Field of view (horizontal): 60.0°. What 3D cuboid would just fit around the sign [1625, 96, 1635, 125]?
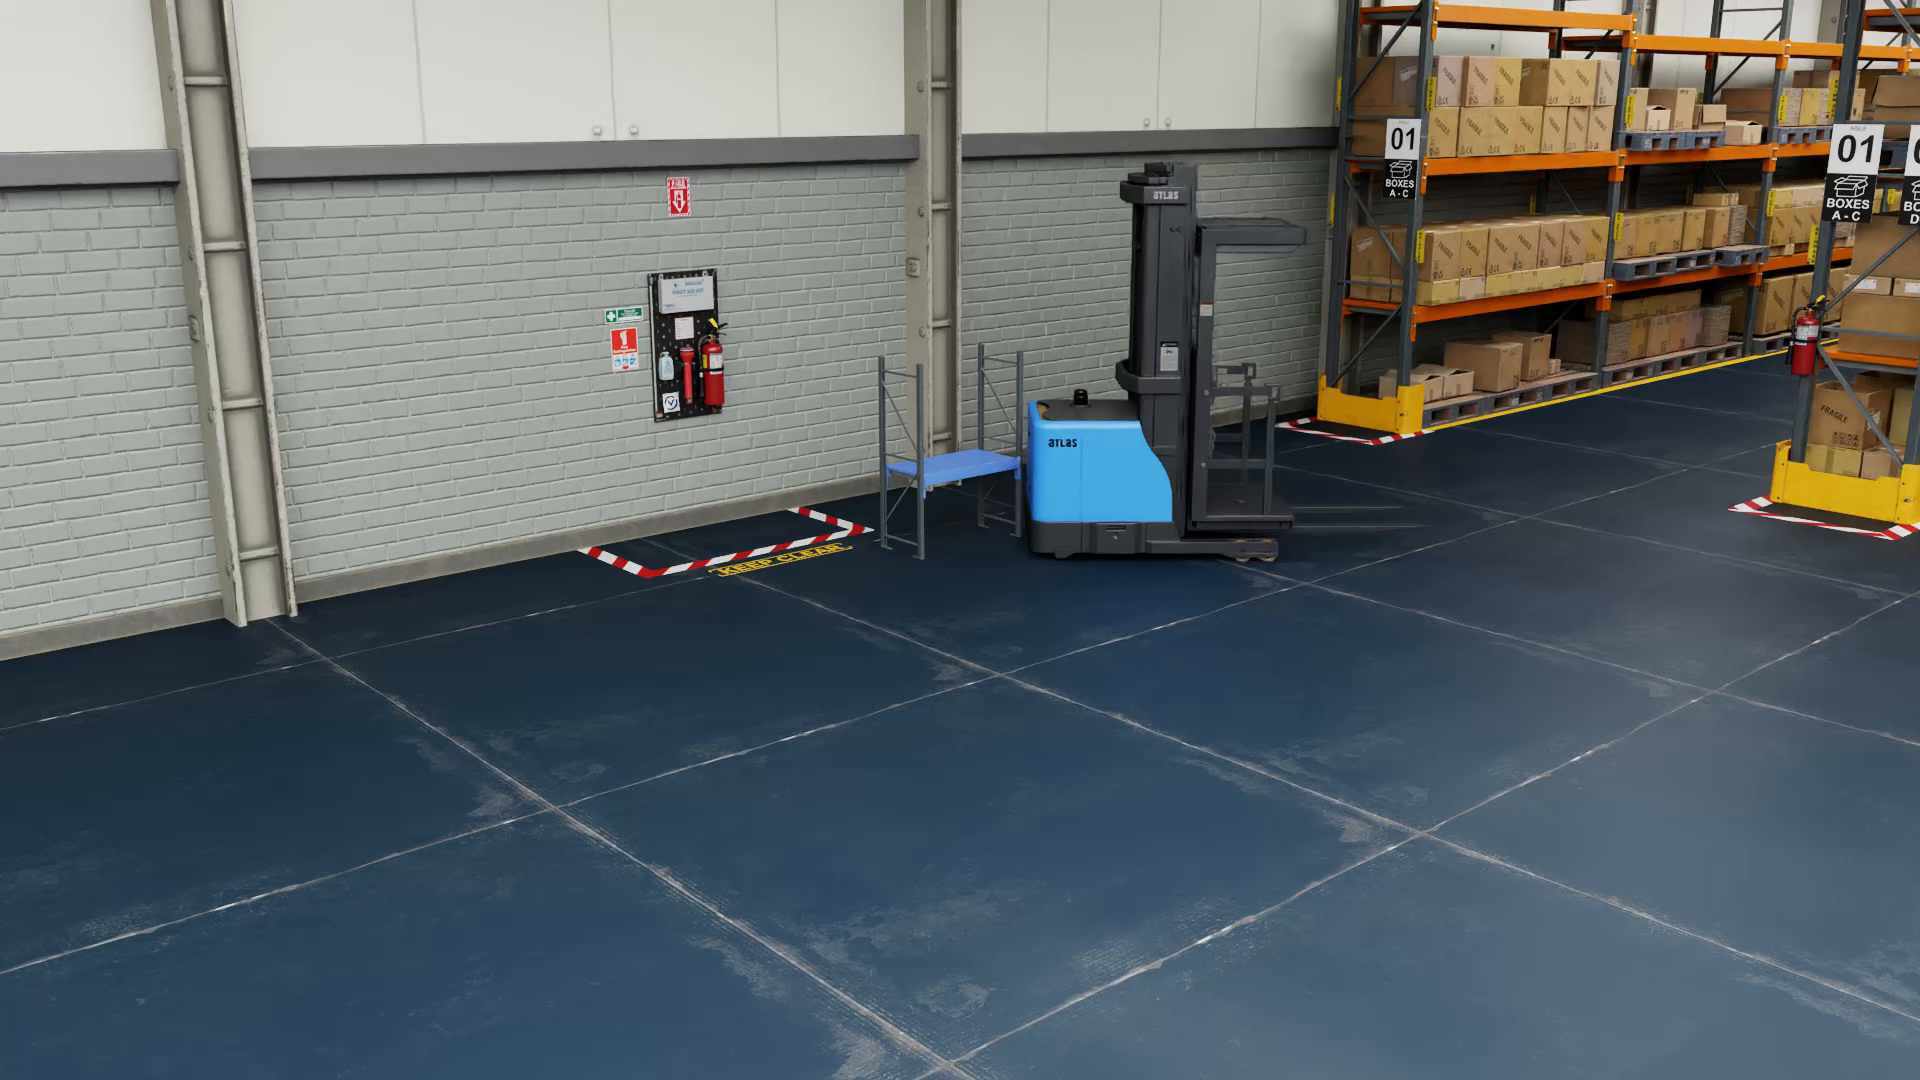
[{"bbox_3d":[7.715,-4.951,19.158,0.005,0.325,0.100,-13,19,-39],"label":"sign"}]

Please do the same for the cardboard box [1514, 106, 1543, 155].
[{"bbox_3d":[5.959,-4.461,18.095,0.500,0.500,0.500,-11,19,-36],"label":"cardboard box"}]

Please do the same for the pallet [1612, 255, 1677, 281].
[{"bbox_3d":[8.025,-3.365,20.406,1.213,0.211,1.003,-13,19,-39],"label":"pallet"}]

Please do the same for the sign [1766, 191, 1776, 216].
[{"bbox_3d":[10.734,-4.451,22.011,0.005,0.325,0.100,-13,19,-39],"label":"sign"}]

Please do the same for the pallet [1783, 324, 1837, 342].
[{"bbox_3d":[11.934,-3.011,24.114,1.213,0.211,1.003,-13,19,-39],"label":"pallet"}]

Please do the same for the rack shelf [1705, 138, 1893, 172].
[{"bbox_3d":[11.879,-5.474,23.513,4.000,0.370,1.077,-13,19,-39],"label":"rack shelf"}]

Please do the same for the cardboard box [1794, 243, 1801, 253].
[{"bbox_3d":[11.521,-4.115,23.290,0.250,0.149,0.380,-12,19,-38],"label":"cardboard box"}]

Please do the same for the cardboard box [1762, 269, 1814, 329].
[{"bbox_3d":[11.676,-3.444,23.684,0.750,0.750,0.750,-13,20,-40],"label":"cardboard box"}]

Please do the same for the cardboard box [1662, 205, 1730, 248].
[{"bbox_3d":[9.618,-4.113,21.790,0.700,0.500,0.500,14,20,42],"label":"cardboard box"}]

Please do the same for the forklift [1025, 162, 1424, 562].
[{"bbox_3d":[2.046,-1.387,12.764,3.031,2.935,1.130,0,15,-1],"label":"forklift"}]

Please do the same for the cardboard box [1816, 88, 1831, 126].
[{"bbox_3d":[11.854,-6.115,23.470,0.500,0.500,0.700,-13,20,-39],"label":"cardboard box"}]

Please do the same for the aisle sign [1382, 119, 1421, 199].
[{"bbox_3d":[4.478,-3.864,16.866,0.004,0.787,0.394,-13,19,-39],"label":"aisle sign"}]

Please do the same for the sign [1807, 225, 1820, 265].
[{"bbox_3d":[7.244,-2.497,14.082,0.005,0.325,0.100,-13,19,-39],"label":"sign"}]

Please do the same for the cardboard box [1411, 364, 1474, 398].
[{"bbox_3d":[5.346,-1.788,18.491,0.500,0.311,0.500,-11,18,-35],"label":"cardboard box"}]

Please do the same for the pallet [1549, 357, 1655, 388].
[{"bbox_3d":[7.939,-2.141,20.857,1.213,0.211,1.003,-13,19,-39],"label":"pallet"}]

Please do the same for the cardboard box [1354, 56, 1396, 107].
[{"bbox_3d":[4.489,-4.793,17.398,0.500,0.500,0.500,-12,19,-37],"label":"cardboard box"}]

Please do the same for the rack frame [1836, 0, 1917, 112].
[{"bbox_3d":[13.388,-7.610,24.302,0.127,3.000,1.000,-13,19,-39],"label":"rack frame"}]

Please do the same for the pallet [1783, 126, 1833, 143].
[{"bbox_3d":[11.663,-5.701,23.335,1.213,0.211,1.003,-12,19,-37],"label":"pallet"}]

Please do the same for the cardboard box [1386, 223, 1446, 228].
[{"bbox_3d":[4.937,-3.183,18.152,0.500,0.500,0.500,-12,19,-39],"label":"cardboard box"}]

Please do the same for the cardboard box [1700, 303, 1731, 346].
[{"bbox_3d":[9.861,-2.907,22.310,0.500,0.500,0.700,-12,19,-39],"label":"cardboard box"}]

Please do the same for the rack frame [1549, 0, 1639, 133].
[{"bbox_3d":[7.353,-6.255,19.228,0.127,3.000,1.000,-13,19,-39],"label":"rack frame"}]

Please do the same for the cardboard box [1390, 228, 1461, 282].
[{"bbox_3d":[4.893,-3.000,17.469,0.500,0.500,0.500,-13,19,-39],"label":"cardboard box"}]

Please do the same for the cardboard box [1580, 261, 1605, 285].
[{"bbox_3d":[7.194,-3.154,19.498,0.500,0.250,0.500,-13,19,-39],"label":"cardboard box"}]

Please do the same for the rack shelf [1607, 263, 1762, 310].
[{"bbox_3d":[8.861,-3.347,21.364,4.000,0.370,1.077,-13,19,-39],"label":"rack shelf"}]

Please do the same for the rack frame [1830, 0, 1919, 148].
[{"bbox_3d":[7.590,-4.613,13.083,0.127,3.000,1.000,-13,19,-39],"label":"rack frame"}]

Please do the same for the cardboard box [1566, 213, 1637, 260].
[{"bbox_3d":[7.759,-3.697,20.231,0.500,0.500,0.700,-13,19,-39],"label":"cardboard box"}]

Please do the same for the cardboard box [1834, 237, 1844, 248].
[{"bbox_3d":[12.530,-4.320,24.059,0.250,0.149,0.380,-13,19,-39],"label":"cardboard box"}]

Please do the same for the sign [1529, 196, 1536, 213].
[{"bbox_3d":[6.986,-4.023,20.255,0.005,0.325,0.100,-13,19,-39],"label":"sign"}]

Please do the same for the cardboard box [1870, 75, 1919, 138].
[{"bbox_3d":[8.026,-3.581,13.746,0.637,0.503,0.797,-11,18,-36],"label":"cardboard box"}]

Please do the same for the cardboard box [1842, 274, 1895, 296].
[{"bbox_3d":[7.753,-2.178,14.142,0.250,0.149,0.380,-13,20,-40],"label":"cardboard box"}]

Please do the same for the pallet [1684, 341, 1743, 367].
[{"bbox_3d":[9.780,-2.555,22.405,1.213,0.211,1.003,-13,19,-39],"label":"pallet"}]

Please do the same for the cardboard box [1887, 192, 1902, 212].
[{"bbox_3d":[13.808,-4.945,25.369,0.700,0.700,0.980,-12,19,-39],"label":"cardboard box"}]

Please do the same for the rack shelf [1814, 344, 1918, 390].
[{"bbox_3d":[9.099,-1.706,15.219,4.000,0.370,1.077,-13,19,-39],"label":"rack shelf"}]

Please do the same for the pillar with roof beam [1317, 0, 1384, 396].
[{"bbox_3d":[7.121,-5.026,14.628,0.400,9.000,9.100,-13,19,-39],"label":"pillar with roof beam"}]

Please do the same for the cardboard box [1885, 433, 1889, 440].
[{"bbox_3d":[8.170,-0.825,15.040,0.500,0.250,0.500,-13,19,-39],"label":"cardboard box"}]

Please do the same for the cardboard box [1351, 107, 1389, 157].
[{"bbox_3d":[4.484,-4.306,17.512,0.500,0.500,0.500,-11,18,-35],"label":"cardboard box"}]

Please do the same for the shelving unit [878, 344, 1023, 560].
[{"bbox_3d":[-0.064,-0.710,13.002,1.048,1.500,0.538,-13,19,-39],"label":"shelving unit"}]

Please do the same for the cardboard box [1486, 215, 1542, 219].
[{"bbox_3d":[6.468,-3.530,19.451,0.500,0.500,0.500,-13,20,-40],"label":"cardboard box"}]

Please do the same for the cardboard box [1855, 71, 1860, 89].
[{"bbox_3d":[12.638,-6.660,24.060,0.500,0.250,0.500,-11,18,-35],"label":"cardboard box"}]

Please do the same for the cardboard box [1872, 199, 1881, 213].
[{"bbox_3d":[13.205,-4.786,24.546,0.500,0.500,0.500,-13,20,-40],"label":"cardboard box"}]

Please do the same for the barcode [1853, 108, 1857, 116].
[{"bbox_3d":[7.501,-3.590,13.939,0.075,0.075,0.001,-13,19,-39],"label":"barcode"}]

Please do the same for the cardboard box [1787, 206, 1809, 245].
[{"bbox_3d":[11.306,-4.355,22.932,0.500,0.500,0.500,-12,19,-38],"label":"cardboard box"}]

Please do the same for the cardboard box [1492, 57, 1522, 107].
[{"bbox_3d":[5.576,-4.851,17.616,0.500,0.500,0.500,-12,19,-38],"label":"cardboard box"}]

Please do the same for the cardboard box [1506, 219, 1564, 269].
[{"bbox_3d":[6.439,-3.347,18.765,0.500,0.500,0.500,-13,20,-41],"label":"cardboard box"}]

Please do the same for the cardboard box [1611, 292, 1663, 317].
[{"bbox_3d":[8.617,-3.016,21.265,0.500,0.250,0.500,-13,20,-41],"label":"cardboard box"}]

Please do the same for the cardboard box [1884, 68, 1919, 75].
[{"bbox_3d":[14.110,-6.768,24.792,0.500,0.500,0.500,-13,20,-40],"label":"cardboard box"}]

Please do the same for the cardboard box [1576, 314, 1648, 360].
[{"bbox_3d":[8.254,-2.586,21.111,0.500,0.500,0.700,-13,20,-40],"label":"cardboard box"}]

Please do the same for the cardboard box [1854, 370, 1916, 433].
[{"bbox_3d":[8.544,-1.273,15.263,0.500,0.500,0.500,-13,19,-39],"label":"cardboard box"}]

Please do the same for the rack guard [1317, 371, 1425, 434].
[{"bbox_3d":[4.392,-1.484,17.836,0.348,0.500,1.175,-13,19,-39],"label":"rack guard"}]

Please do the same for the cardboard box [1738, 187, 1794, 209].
[{"bbox_3d":[10.904,-4.629,22.507,0.500,0.250,0.500,-12,19,-38],"label":"cardboard box"}]

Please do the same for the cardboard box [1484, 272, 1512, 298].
[{"bbox_3d":[5.682,-2.813,18.219,0.500,0.250,0.500,-13,20,-40],"label":"cardboard box"}]

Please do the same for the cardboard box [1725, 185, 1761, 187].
[{"bbox_3d":[10.935,-4.812,23.191,0.500,0.250,0.500,-13,20,-41],"label":"cardboard box"}]
